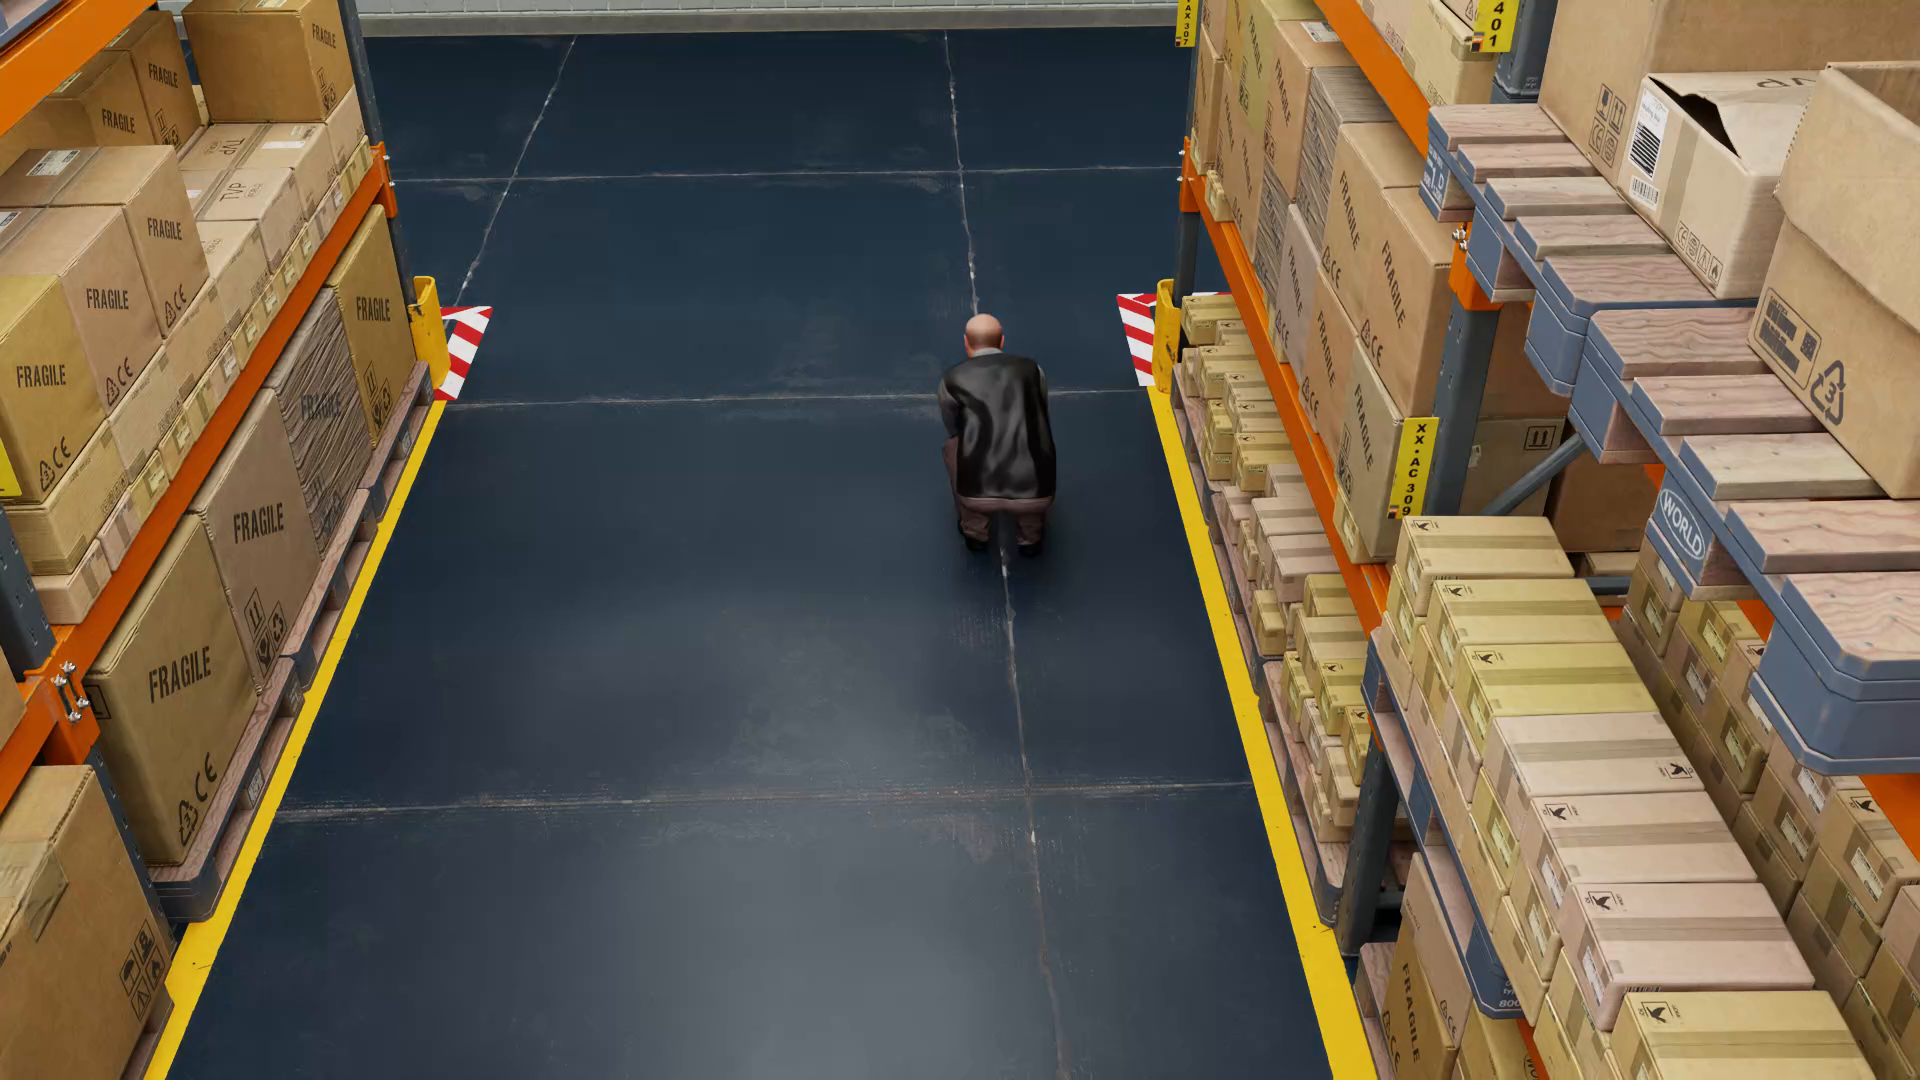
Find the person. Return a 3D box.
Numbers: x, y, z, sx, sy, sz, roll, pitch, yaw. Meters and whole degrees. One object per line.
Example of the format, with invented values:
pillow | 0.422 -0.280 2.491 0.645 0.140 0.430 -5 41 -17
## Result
person | 0.168 -0.464 7.498 0.528 0.968 0.859 -2 35 -2
